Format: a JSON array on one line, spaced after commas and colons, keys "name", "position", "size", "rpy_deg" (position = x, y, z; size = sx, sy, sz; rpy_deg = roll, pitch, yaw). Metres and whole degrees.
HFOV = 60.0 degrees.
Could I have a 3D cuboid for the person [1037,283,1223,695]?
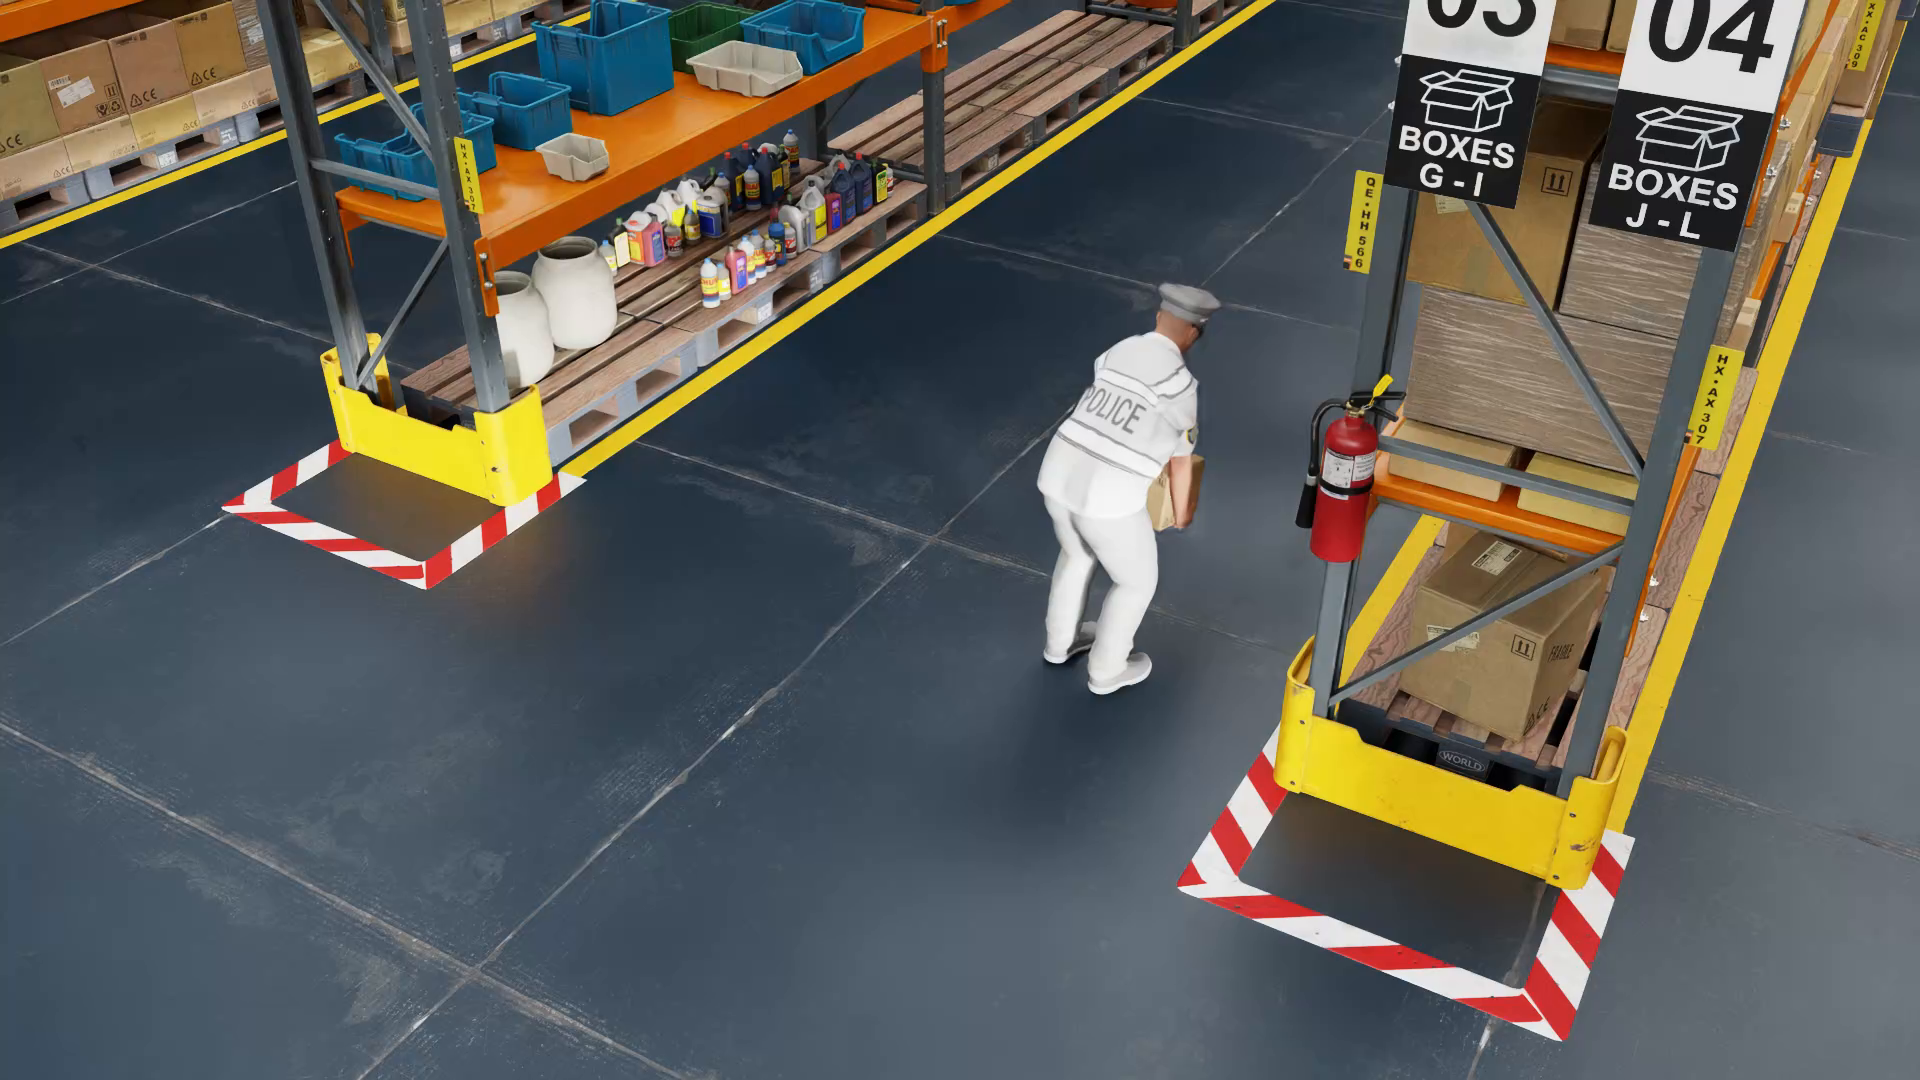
[{"name": "person", "position": [0.669, -0.196, 6.580], "size": [0.795, 1.590, 0.473], "rpy_deg": [-27, 42, -34]}]
